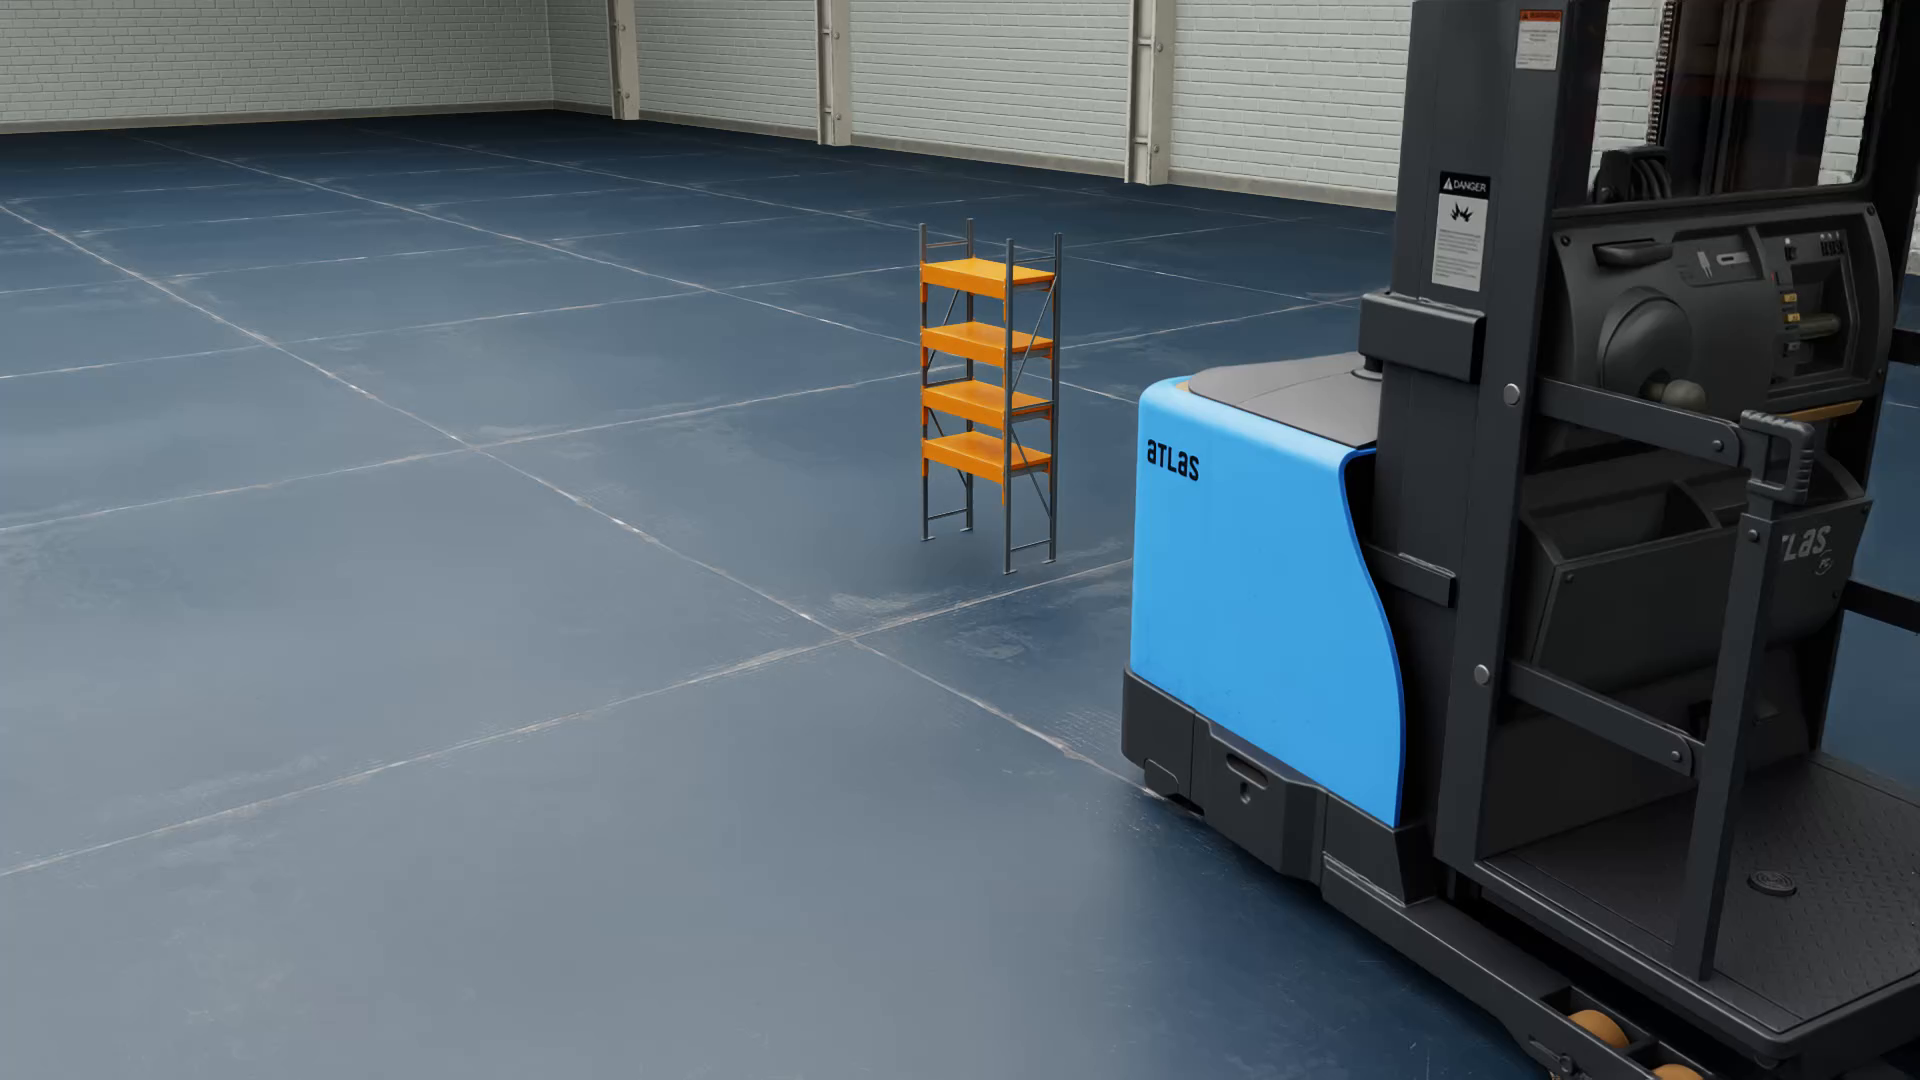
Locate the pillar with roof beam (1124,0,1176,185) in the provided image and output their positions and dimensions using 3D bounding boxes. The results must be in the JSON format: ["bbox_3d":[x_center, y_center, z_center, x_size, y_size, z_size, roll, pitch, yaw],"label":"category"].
[{"bbox_3d":[-1.341,-7.319,14.149,9.100,9.000,0.400,-14,23,-36],"label":"pillar with roof beam"}]

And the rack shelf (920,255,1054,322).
[{"bbox_3d":[0.103,-0.902,5.927,0.258,0.148,0.480,-14,23,-36],"label":"rack shelf"}]

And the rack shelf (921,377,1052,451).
[{"bbox_3d":[0.103,-0.465,6.072,0.258,0.148,0.480,-14,23,-36],"label":"rack shelf"}]

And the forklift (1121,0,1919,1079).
[{"bbox_3d":[1.587,-0.438,3.024,1.130,2.935,3.031,-10,21,-28],"label":"forklift"}]

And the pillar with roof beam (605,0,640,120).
[{"bbox_3d":[-8.792,-10.275,23.079,9.100,9.000,0.400,-14,23,-36],"label":"pillar with roof beam"}]

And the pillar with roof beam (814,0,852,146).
[{"bbox_3d":[-5.067,-8.797,18.614,9.100,9.000,0.400,-14,23,-36],"label":"pillar with roof beam"}]

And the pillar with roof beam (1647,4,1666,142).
[{"bbox_3d":[2.384,-5.840,9.684,9.100,9.000,0.400,-14,23,-36],"label":"pillar with roof beam"}]

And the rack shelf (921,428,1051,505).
[{"bbox_3d":[0.103,-0.276,6.134,0.258,0.148,0.480,-14,23,-36],"label":"rack shelf"}]

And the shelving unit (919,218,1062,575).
[{"bbox_3d":[0.103,-0.529,6.051,0.258,1.200,0.503,-14,23,-36],"label":"shelving unit"}]

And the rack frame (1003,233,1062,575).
[{"bbox_3d":[0.254,-0.469,5.869,0.240,1.200,0.015,-14,23,-36],"label":"rack frame"}]

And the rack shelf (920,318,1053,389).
[{"bbox_3d":[0.103,-0.677,6.002,0.258,0.148,0.480,-14,23,-36],"label":"rack shelf"}]

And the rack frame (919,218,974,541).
[{"bbox_3d":[-0.049,-0.589,6.232,0.240,1.200,0.015,-14,23,-36],"label":"rack frame"}]
